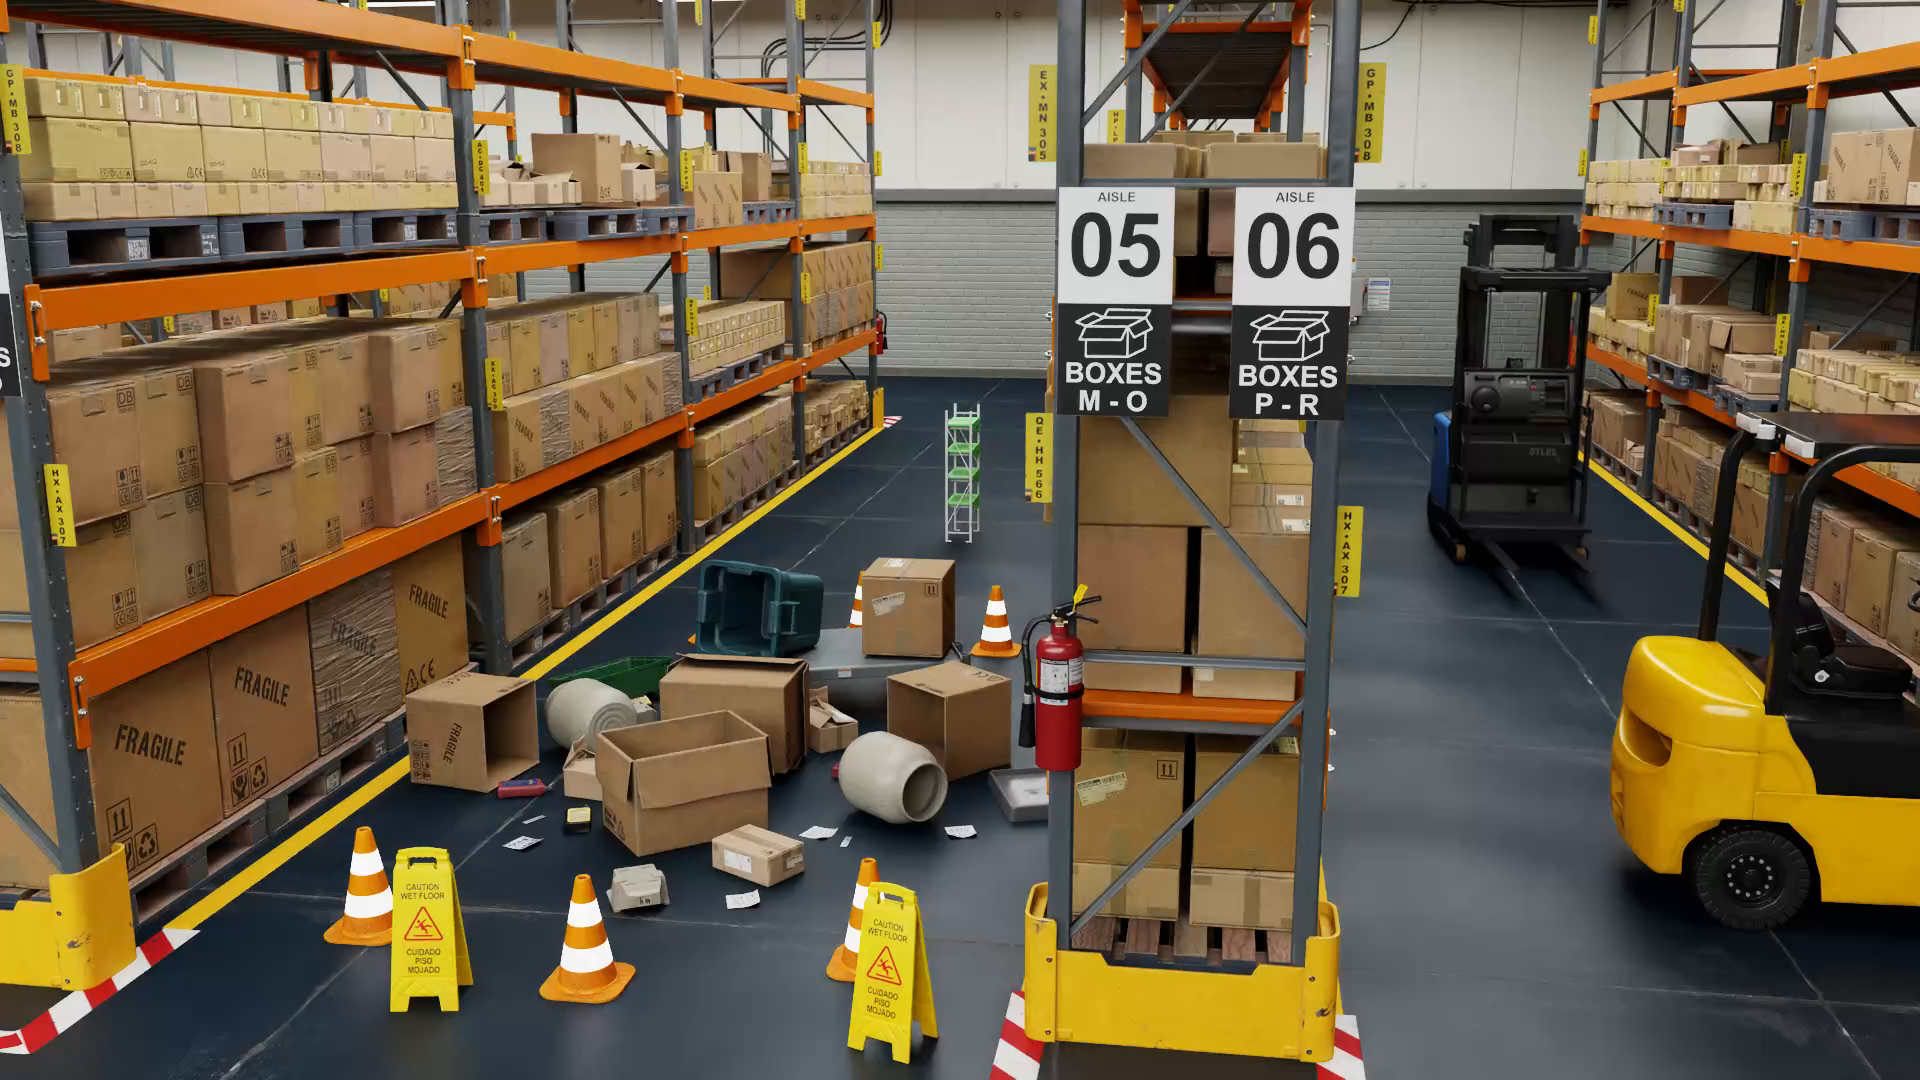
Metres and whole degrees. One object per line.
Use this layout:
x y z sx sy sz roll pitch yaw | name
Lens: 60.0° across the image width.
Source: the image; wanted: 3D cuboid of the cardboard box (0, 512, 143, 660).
-4.062 0.155 7.054 0.875 0.550 0.550 2 12 9 | cardboard box

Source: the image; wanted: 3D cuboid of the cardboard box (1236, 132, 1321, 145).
2.000 -2.442 10.512 0.500 0.250 0.500 2 12 7 | cardboard box

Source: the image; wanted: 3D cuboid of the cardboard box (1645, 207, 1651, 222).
7.437 -3.426 17.503 0.380 0.149 0.250 2 12 11 | cardboard box

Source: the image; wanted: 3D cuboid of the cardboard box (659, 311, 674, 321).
-2.980 -2.172 16.394 0.380 0.149 0.250 2 12 10 | cardboard box

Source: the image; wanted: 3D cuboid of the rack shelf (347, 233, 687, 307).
-3.151 -2.057 12.260 1.077 0.370 4.000 2 12 9 | rack shelf

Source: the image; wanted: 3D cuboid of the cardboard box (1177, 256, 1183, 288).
0.691 -1.088 6.653 0.380 0.149 0.250 2 12 10 | cardboard box

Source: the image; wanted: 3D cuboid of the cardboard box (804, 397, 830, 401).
-1.782 -1.633 20.065 0.380 0.149 0.250 1 12 6 | cardboard box

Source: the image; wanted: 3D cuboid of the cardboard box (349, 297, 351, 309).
-7.308 -2.916 19.529 0.500 0.500 0.500 2 12 10 | cardboard box

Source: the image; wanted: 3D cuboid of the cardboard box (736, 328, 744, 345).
-2.337 -2.005 16.325 0.380 0.149 0.250 2 12 11 | cardboard box

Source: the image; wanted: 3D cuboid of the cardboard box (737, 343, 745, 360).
-2.332 -1.858 16.349 0.380 0.149 0.250 1 12 7 | cardboard box

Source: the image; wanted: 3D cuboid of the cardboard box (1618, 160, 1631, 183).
7.653 -4.106 18.526 0.500 0.250 0.500 2 12 10 | cardboard box

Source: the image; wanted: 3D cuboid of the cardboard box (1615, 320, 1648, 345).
7.573 -2.286 18.386 0.500 0.250 0.500 2 12 8 | cardboard box

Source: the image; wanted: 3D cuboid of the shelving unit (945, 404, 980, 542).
0.025 -0.621 15.283 0.258 1.200 0.503 2 12 9 | shelving unit

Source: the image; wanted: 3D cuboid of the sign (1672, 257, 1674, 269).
8.744 -3.423 20.513 0.100 0.325 0.005 2 12 9 | sign

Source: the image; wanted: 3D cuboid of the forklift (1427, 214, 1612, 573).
4.841 -1.288 14.269 1.130 2.935 3.031 1 12 7 | forklift

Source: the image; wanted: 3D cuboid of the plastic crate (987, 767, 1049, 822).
0.396 1.341 8.837 0.402 0.080 0.583 -2 12 -11 | plastic crate

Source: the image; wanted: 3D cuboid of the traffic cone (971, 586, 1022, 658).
0.255 0.550 11.598 0.336 0.463 0.334 2 12 9 | traffic cone

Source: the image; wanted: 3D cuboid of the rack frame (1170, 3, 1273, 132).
2.678 -4.984 17.018 1.000 3.000 0.127 2 12 9 | rack frame

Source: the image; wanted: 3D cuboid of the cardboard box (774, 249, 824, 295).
-1.854 -3.068 19.051 0.500 0.500 0.500 2 12 7 | cardboard box

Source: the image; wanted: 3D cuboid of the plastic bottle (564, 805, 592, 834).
-1.953 1.422 8.506 0.133 0.061 0.283 -2 12 -11 | plastic bottle

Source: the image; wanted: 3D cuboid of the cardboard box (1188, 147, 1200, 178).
0.781 -1.524 6.786 0.380 0.149 0.250 2 12 9 | cardboard box

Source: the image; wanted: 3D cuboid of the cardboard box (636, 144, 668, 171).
-2.861 -3.609 15.701 0.396 0.266 0.258 2 12 9 | cardboard box

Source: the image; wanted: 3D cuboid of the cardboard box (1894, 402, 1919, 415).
6.332 -0.721 10.646 0.500 0.250 0.500 2 12 10 | cardboard box

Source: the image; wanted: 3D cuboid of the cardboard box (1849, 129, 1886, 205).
6.637 -2.577 11.496 0.700 0.500 0.500 2 12 8 | cardboard box

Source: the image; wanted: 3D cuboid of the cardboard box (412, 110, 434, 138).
-3.239 -2.374 9.495 0.380 0.149 0.250 2 12 8 | cardboard box

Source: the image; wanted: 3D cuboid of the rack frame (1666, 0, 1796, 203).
7.583 -4.824 16.275 1.000 3.000 0.127 2 12 9 | rack frame

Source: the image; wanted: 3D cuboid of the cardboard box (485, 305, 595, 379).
-3.154 -1.484 12.406 0.700 0.500 0.500 2 12 8 | cardboard box

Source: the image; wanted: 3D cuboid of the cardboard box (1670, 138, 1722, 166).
7.192 -3.786 16.249 0.396 0.266 0.258 2 12 8 | cardboard box

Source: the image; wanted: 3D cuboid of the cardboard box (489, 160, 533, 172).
-3.329 -2.680 12.425 0.500 0.311 0.500 2 12 8 | cardboard box

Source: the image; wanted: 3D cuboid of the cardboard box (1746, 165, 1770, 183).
6.892 -3.091 14.056 0.380 0.149 0.250 2 12 7 | cardboard box

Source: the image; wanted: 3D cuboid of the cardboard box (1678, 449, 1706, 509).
7.133 -0.567 15.695 0.500 0.500 0.500 2 12 7 | cardboard box

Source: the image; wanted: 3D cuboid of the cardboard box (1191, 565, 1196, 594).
0.933 0.167 7.952 0.380 0.149 0.250 2 12 9 | cardboard box

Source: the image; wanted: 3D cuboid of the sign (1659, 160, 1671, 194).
7.046 -3.627 16.611 0.100 0.325 0.005 2 12 9 | sign

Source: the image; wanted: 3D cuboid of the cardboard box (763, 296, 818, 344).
-1.904 -2.480 18.695 0.500 0.500 0.500 2 12 8 | cardboard box

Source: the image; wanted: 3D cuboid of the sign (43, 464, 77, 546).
-3.527 -0.136 6.516 0.100 0.325 0.005 2 12 9 | sign

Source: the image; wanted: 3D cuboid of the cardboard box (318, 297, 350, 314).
-7.204 -2.779 18.405 0.797 0.503 0.637 2 12 7 | cardboard box

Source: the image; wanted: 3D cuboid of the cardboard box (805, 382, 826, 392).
-1.953 -1.967 21.614 0.380 0.149 0.250 2 12 10 | cardboard box

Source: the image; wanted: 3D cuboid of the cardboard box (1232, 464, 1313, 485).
1.333 -0.052 7.426 0.500 0.500 0.500 2 12 8 | cardboard box

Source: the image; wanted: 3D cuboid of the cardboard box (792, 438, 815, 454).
-1.855 -1.068 18.856 0.380 0.149 0.250 1 12 6 | cardboard box

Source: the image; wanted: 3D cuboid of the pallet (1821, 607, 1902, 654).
6.613 0.728 11.373 1.003 0.211 1.213 2 12 9 | pallet

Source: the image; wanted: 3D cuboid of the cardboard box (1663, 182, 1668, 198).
7.144 -3.440 16.334 0.380 0.149 0.250 2 12 10 | cardboard box

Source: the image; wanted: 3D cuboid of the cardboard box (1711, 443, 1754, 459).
7.114 -0.795 15.215 0.380 0.149 0.250 2 12 9 | cardboard box

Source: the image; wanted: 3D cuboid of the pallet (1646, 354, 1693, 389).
7.352 -1.635 16.172 1.003 0.211 1.213 2 12 9 | pallet

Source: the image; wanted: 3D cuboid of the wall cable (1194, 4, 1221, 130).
3.890 -7.010 26.418 0.463 3.000 0.029 2 12 9 | wall cable

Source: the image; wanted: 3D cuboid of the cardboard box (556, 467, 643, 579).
-3.158 -0.158 13.206 1.050 0.750 0.750 2 12 10 | cardboard box

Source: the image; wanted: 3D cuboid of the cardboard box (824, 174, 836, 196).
-1.745 -4.129 19.336 0.500 0.250 0.500 2 12 10 | cardboard box

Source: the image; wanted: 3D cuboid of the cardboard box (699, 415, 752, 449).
-2.332 -1.052 16.168 0.500 0.250 0.500 2 12 9 | cardboard box

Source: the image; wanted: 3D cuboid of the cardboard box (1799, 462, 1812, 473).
7.383 -0.567 14.156 0.380 0.149 0.250 2 12 9 | cardboard box

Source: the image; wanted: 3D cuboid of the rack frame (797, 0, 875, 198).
-1.614 -5.956 21.528 1.000 3.000 0.127 2 12 9 | rack frame

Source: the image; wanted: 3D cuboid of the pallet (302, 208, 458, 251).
-3.595 -1.779 9.473 1.003 0.211 1.213 2 12 9 | pallet

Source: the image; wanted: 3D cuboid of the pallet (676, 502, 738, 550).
-2.722 -0.158 15.481 1.003 0.211 1.213 2 12 9 | pallet

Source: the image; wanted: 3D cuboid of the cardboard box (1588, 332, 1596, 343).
7.883 -2.487 20.268 0.380 0.149 0.250 2 12 10 | cardboard box

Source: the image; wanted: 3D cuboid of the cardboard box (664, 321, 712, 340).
-2.501 -1.928 15.265 0.380 0.149 0.250 2 12 8 | cardboard box

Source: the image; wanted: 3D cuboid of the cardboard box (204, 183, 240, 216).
-3.550 -1.562 7.619 0.380 0.149 0.250 2 12 9 | cardboard box

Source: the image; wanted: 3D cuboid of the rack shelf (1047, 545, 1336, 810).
1.140 0.382 8.066 1.077 0.370 4.000 2 12 9 | rack shelf
